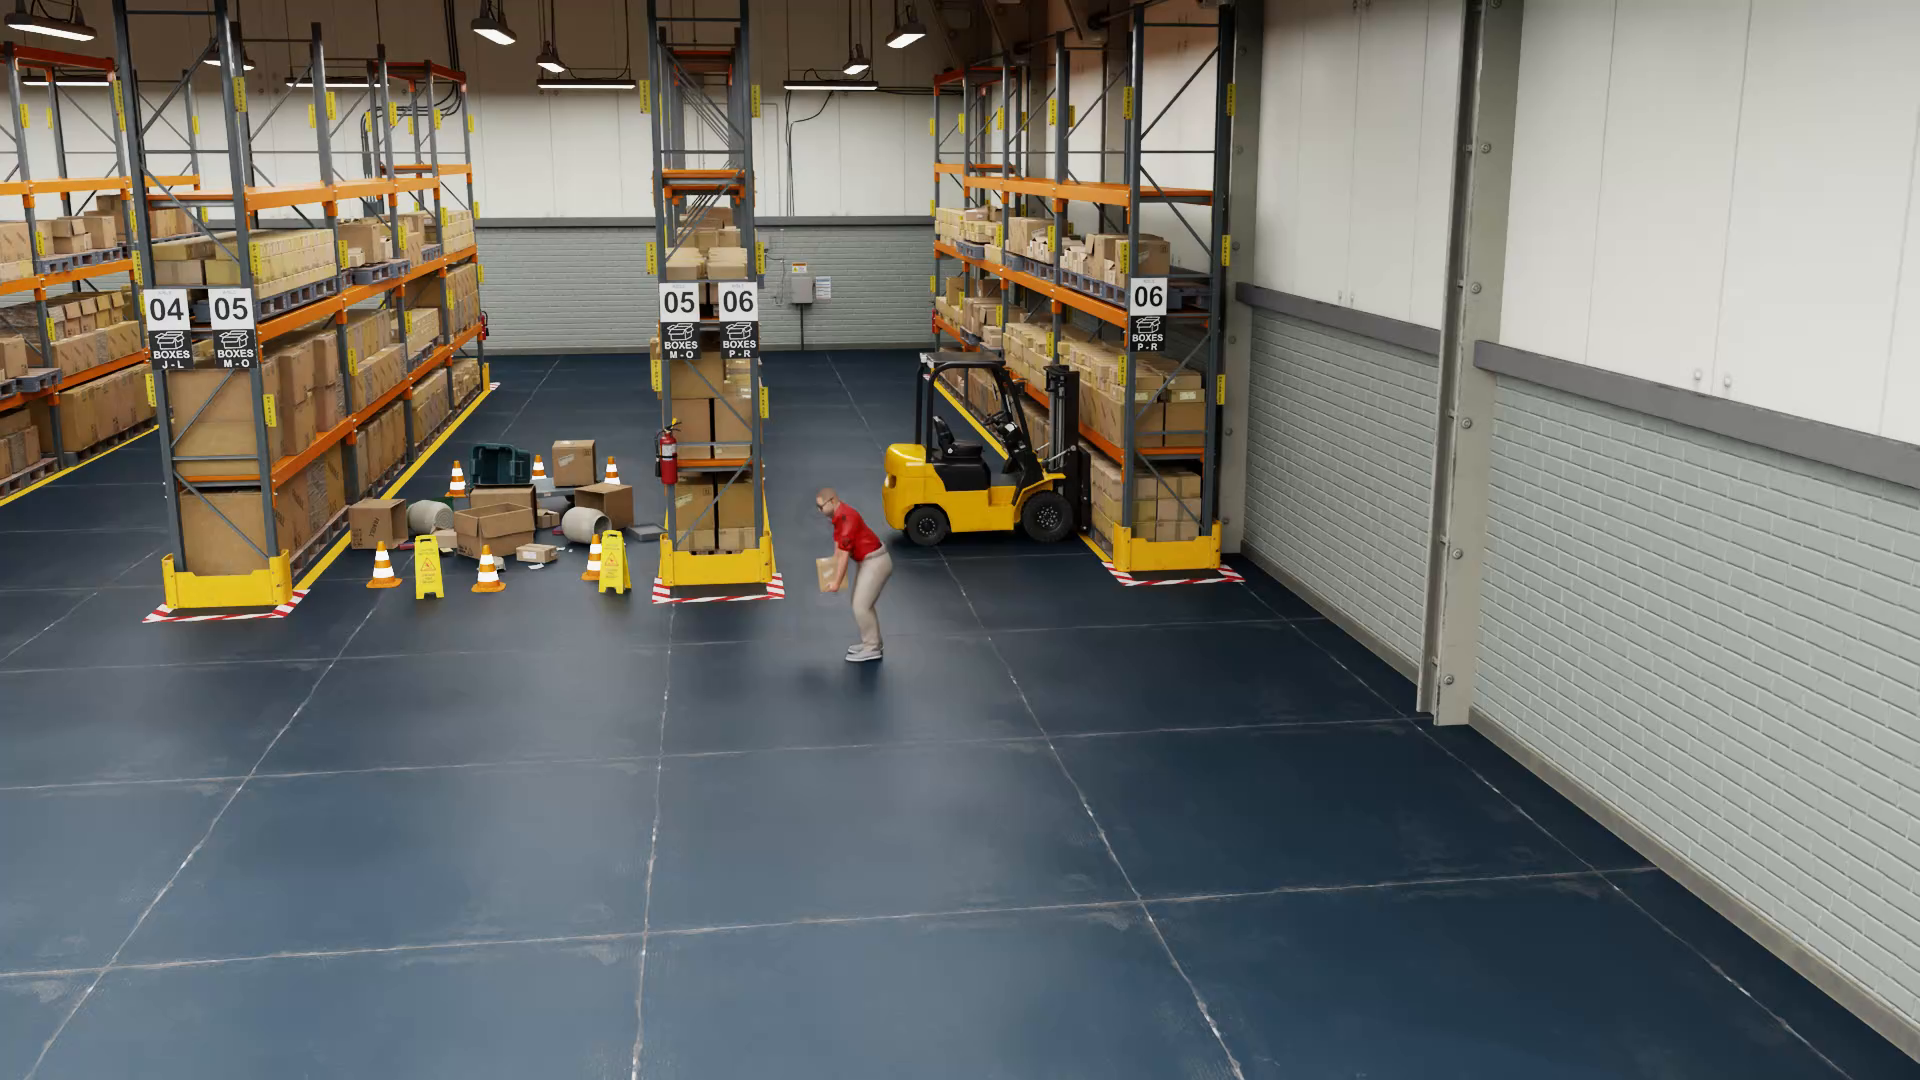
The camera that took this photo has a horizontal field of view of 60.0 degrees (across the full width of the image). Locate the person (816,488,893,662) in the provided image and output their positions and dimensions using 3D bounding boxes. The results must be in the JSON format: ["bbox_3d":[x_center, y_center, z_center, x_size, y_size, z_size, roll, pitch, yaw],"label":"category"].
[{"bbox_3d":[-0.951,0.299,15.052,0.679,1.592,0.483,-2,13,-9],"label":"person"}]
